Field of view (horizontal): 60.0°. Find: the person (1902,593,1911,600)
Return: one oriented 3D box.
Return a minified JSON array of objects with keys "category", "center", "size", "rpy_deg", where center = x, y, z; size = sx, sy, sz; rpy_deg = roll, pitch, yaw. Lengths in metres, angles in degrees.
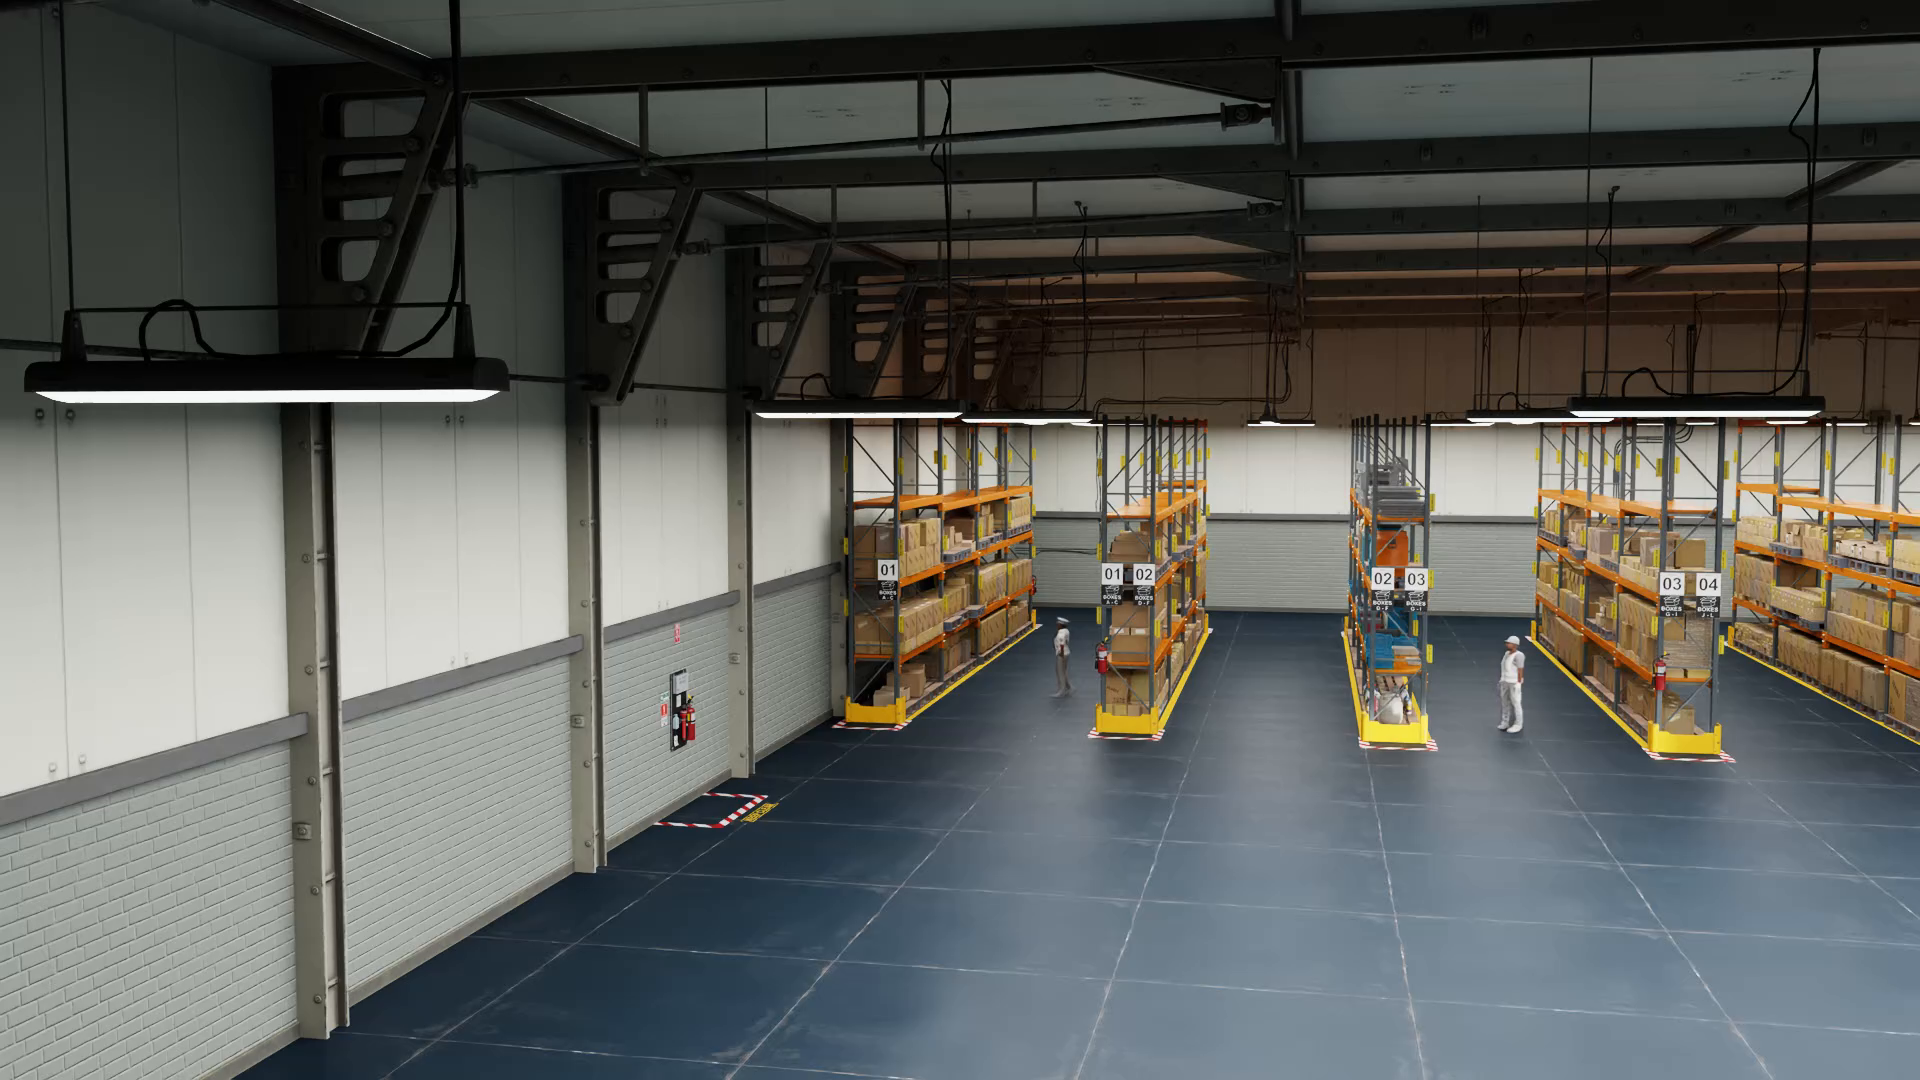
[{"category":"person","center":[23.240,2.162,40.929],"size":[0.526,1.701,0.670],"rpy_deg":[-1,4,-12]}]

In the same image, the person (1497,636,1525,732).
[{"category":"person","center":[10.462,2.714,31.592],"size":[0.412,1.790,0.599],"rpy_deg":[-2,4,-26]}]

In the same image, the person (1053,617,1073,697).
[{"category":"person","center":[2.205,2.510,35.643],"size":[0.401,1.701,0.514],"rpy_deg":[1,4,12]}]
